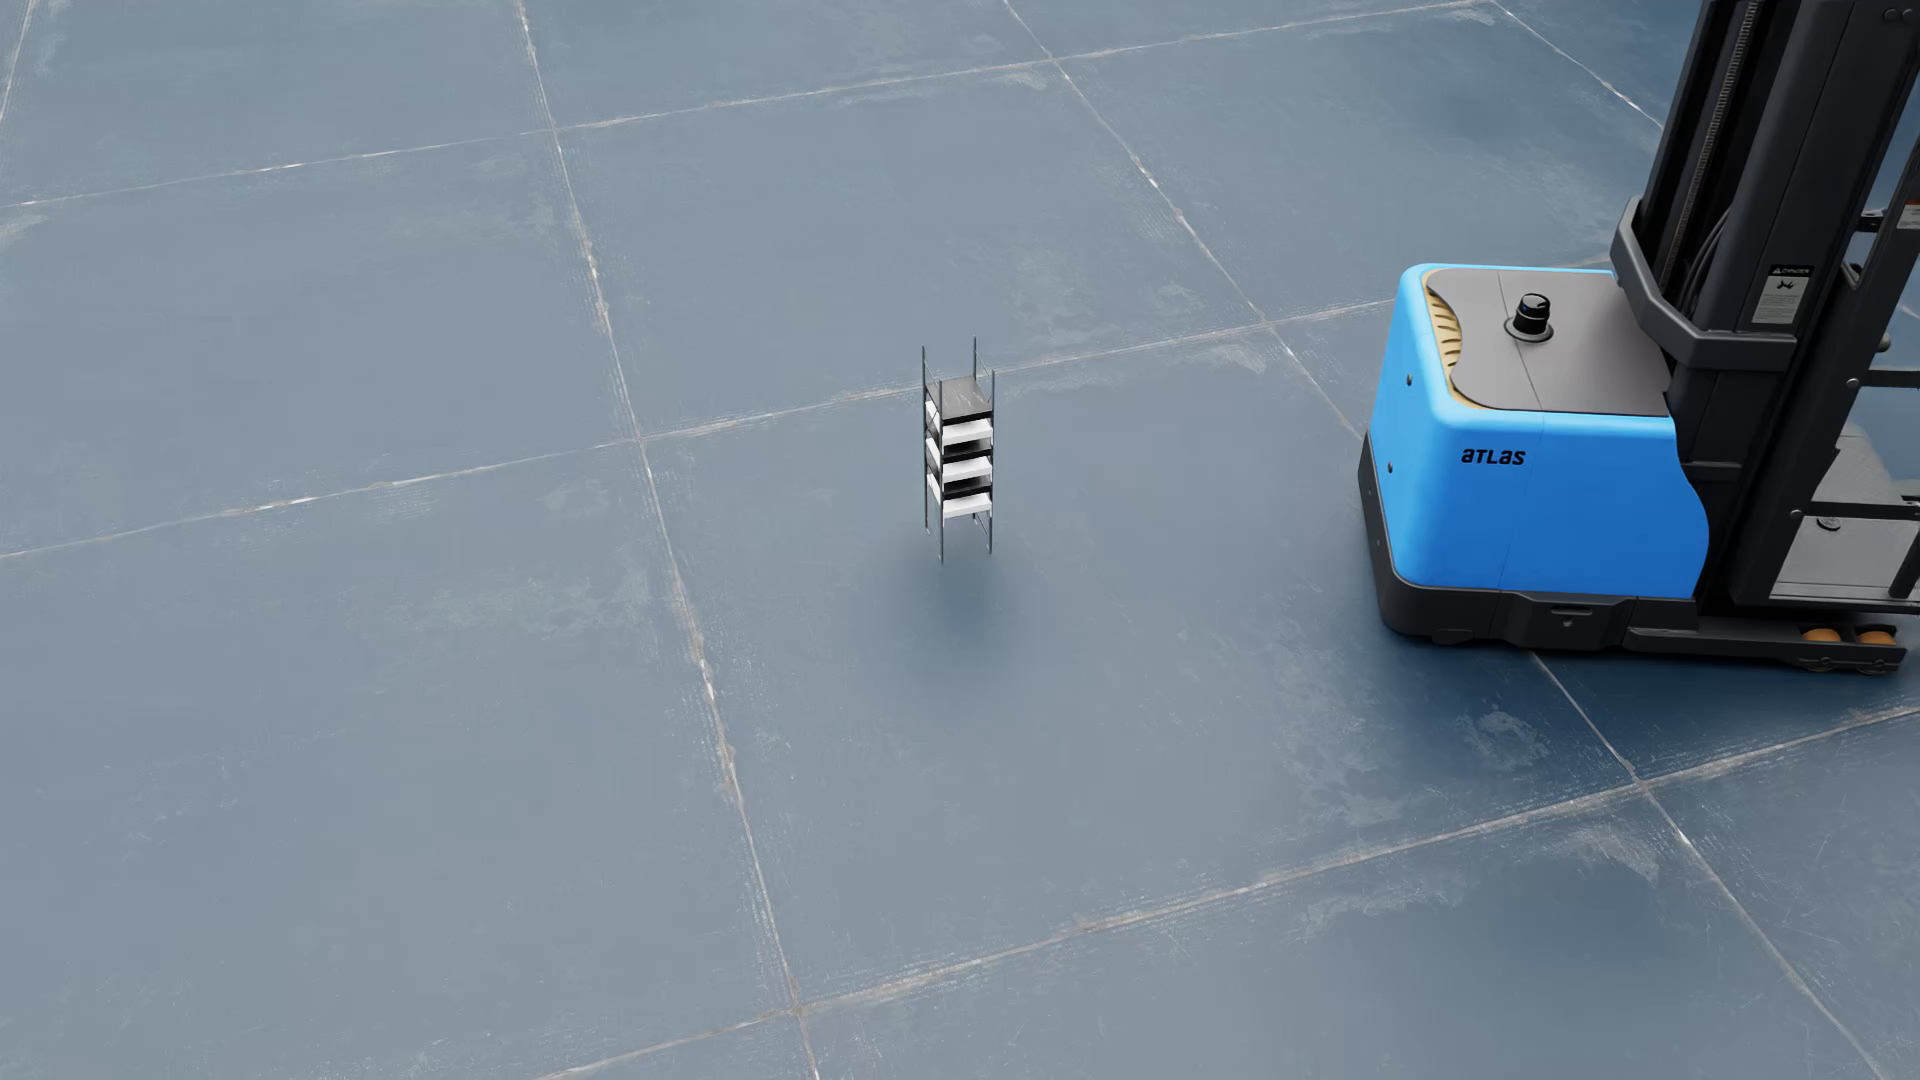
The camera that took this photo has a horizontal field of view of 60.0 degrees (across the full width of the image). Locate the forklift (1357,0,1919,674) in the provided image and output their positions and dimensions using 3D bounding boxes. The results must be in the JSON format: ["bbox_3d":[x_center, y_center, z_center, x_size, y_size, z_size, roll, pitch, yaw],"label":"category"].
[{"bbox_3d":[3.141,-0.970,5.632,3.031,2.935,1.130,3,41,3],"label":"forklift"}]

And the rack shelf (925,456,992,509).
[{"bbox_3d":[-0.008,-0.244,6.533,0.200,0.077,0.258,-12,42,-13],"label":"rack shelf"}]

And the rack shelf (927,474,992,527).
[{"bbox_3d":[-0.008,-0.177,6.592,0.200,0.077,0.258,-12,42,-13],"label":"rack shelf"}]

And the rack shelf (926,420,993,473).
[{"bbox_3d":[-0.008,-0.380,6.415,0.200,0.077,0.258,-12,42,-13],"label":"rack shelf"}]

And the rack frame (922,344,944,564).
[{"bbox_3d":[-0.105,-0.317,6.429,0.006,0.900,0.240,-12,42,-13],"label":"rack frame"}]

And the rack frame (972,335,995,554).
[{"bbox_3d":[0.089,-0.357,6.475,0.006,0.900,0.240,-12,42,-13],"label":"rack frame"}]

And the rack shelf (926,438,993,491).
[{"bbox_3d":[-0.008,-0.312,6.474,0.200,0.077,0.258,-12,42,-13],"label":"rack shelf"}]

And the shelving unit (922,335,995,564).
[{"bbox_3d":[-0.008,-0.337,6.452,0.210,0.900,0.258,-12,42,-13],"label":"shelving unit"}]

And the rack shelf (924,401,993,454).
[{"bbox_3d":[-0.008,-0.448,6.356,0.200,0.077,0.258,-12,42,-13],"label":"rack shelf"}]

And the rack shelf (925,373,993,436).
[{"bbox_3d":[-0.008,-0.516,6.296,0.200,0.077,0.258,-12,42,-13],"label":"rack shelf"}]
